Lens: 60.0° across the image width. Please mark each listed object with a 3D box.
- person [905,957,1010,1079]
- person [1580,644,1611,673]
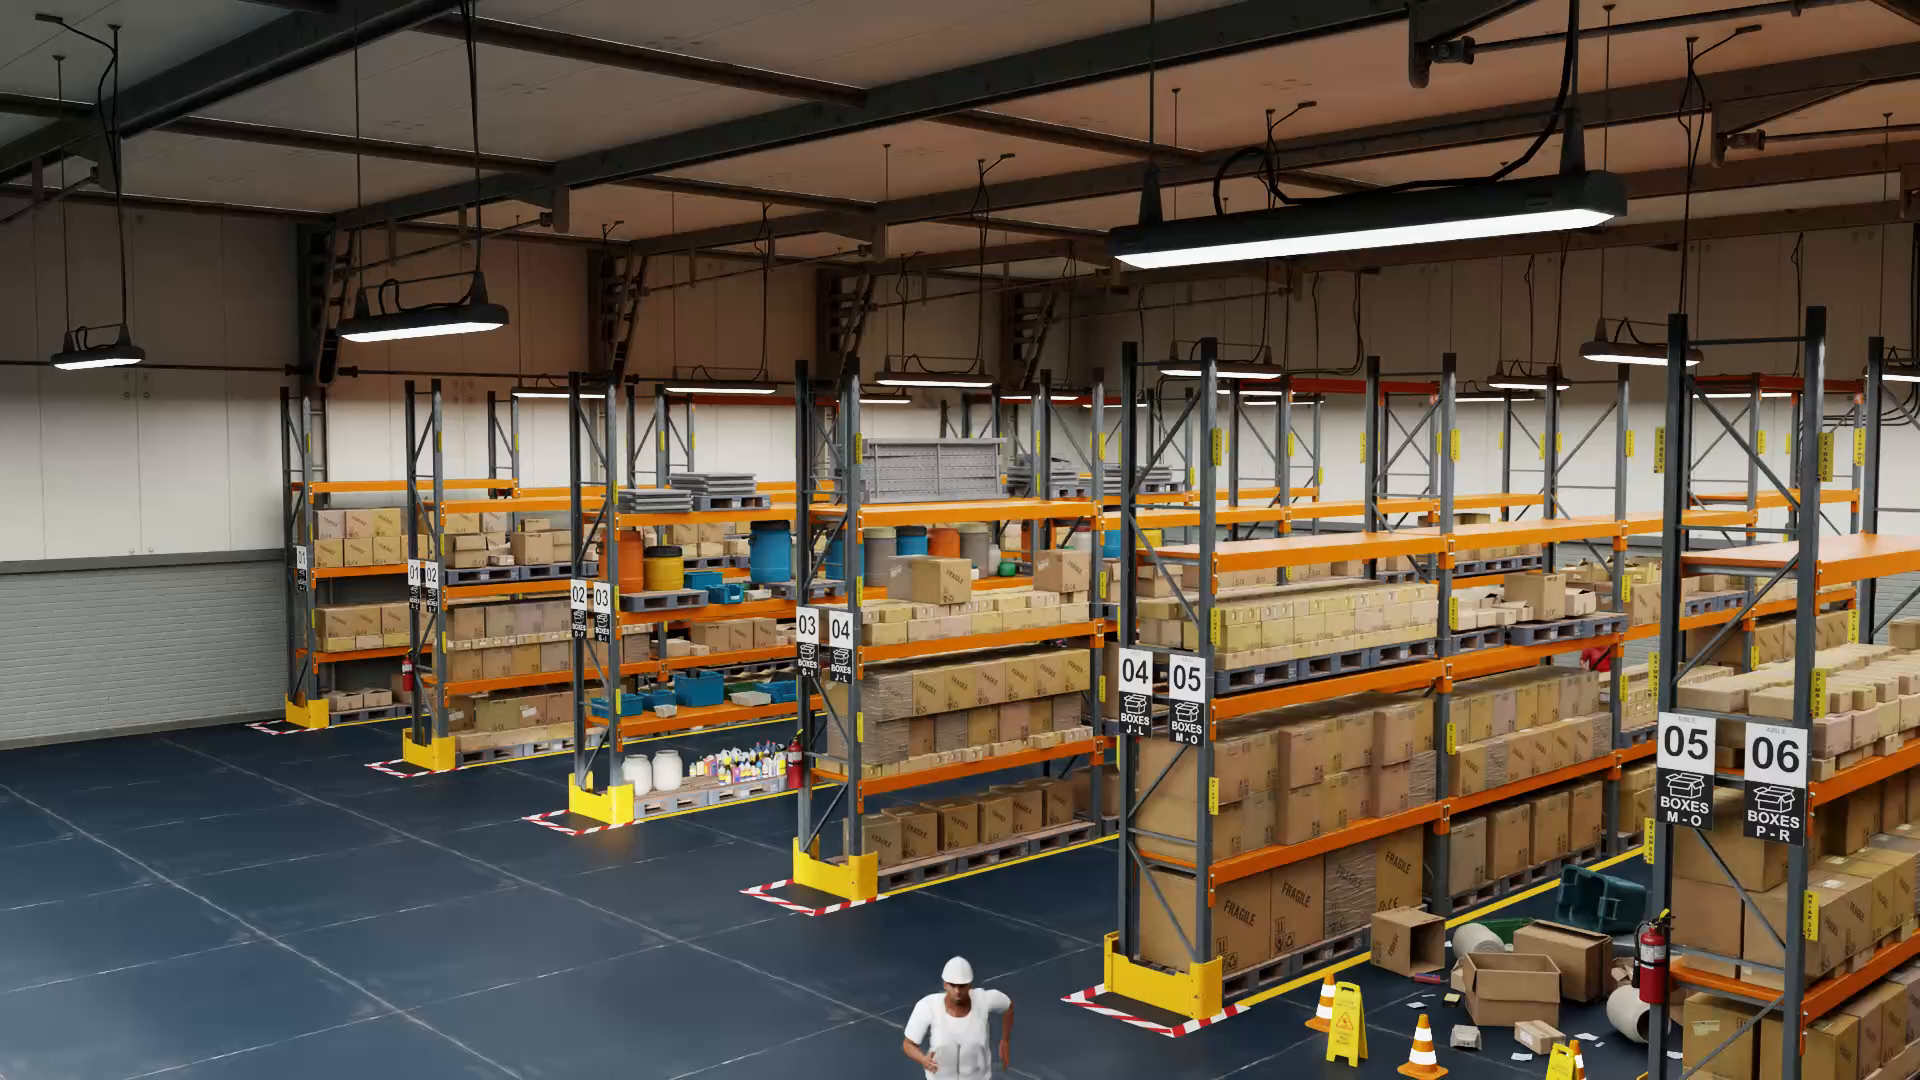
[{"bbox_3d":[-0.014,3.600,11.009,0.691,1.793,0.970,0,4,2],"label":"person"},{"bbox_3d":[11.286,2.458,29.258,0.691,1.694,0.508,0,4,4],"label":"person"}]
